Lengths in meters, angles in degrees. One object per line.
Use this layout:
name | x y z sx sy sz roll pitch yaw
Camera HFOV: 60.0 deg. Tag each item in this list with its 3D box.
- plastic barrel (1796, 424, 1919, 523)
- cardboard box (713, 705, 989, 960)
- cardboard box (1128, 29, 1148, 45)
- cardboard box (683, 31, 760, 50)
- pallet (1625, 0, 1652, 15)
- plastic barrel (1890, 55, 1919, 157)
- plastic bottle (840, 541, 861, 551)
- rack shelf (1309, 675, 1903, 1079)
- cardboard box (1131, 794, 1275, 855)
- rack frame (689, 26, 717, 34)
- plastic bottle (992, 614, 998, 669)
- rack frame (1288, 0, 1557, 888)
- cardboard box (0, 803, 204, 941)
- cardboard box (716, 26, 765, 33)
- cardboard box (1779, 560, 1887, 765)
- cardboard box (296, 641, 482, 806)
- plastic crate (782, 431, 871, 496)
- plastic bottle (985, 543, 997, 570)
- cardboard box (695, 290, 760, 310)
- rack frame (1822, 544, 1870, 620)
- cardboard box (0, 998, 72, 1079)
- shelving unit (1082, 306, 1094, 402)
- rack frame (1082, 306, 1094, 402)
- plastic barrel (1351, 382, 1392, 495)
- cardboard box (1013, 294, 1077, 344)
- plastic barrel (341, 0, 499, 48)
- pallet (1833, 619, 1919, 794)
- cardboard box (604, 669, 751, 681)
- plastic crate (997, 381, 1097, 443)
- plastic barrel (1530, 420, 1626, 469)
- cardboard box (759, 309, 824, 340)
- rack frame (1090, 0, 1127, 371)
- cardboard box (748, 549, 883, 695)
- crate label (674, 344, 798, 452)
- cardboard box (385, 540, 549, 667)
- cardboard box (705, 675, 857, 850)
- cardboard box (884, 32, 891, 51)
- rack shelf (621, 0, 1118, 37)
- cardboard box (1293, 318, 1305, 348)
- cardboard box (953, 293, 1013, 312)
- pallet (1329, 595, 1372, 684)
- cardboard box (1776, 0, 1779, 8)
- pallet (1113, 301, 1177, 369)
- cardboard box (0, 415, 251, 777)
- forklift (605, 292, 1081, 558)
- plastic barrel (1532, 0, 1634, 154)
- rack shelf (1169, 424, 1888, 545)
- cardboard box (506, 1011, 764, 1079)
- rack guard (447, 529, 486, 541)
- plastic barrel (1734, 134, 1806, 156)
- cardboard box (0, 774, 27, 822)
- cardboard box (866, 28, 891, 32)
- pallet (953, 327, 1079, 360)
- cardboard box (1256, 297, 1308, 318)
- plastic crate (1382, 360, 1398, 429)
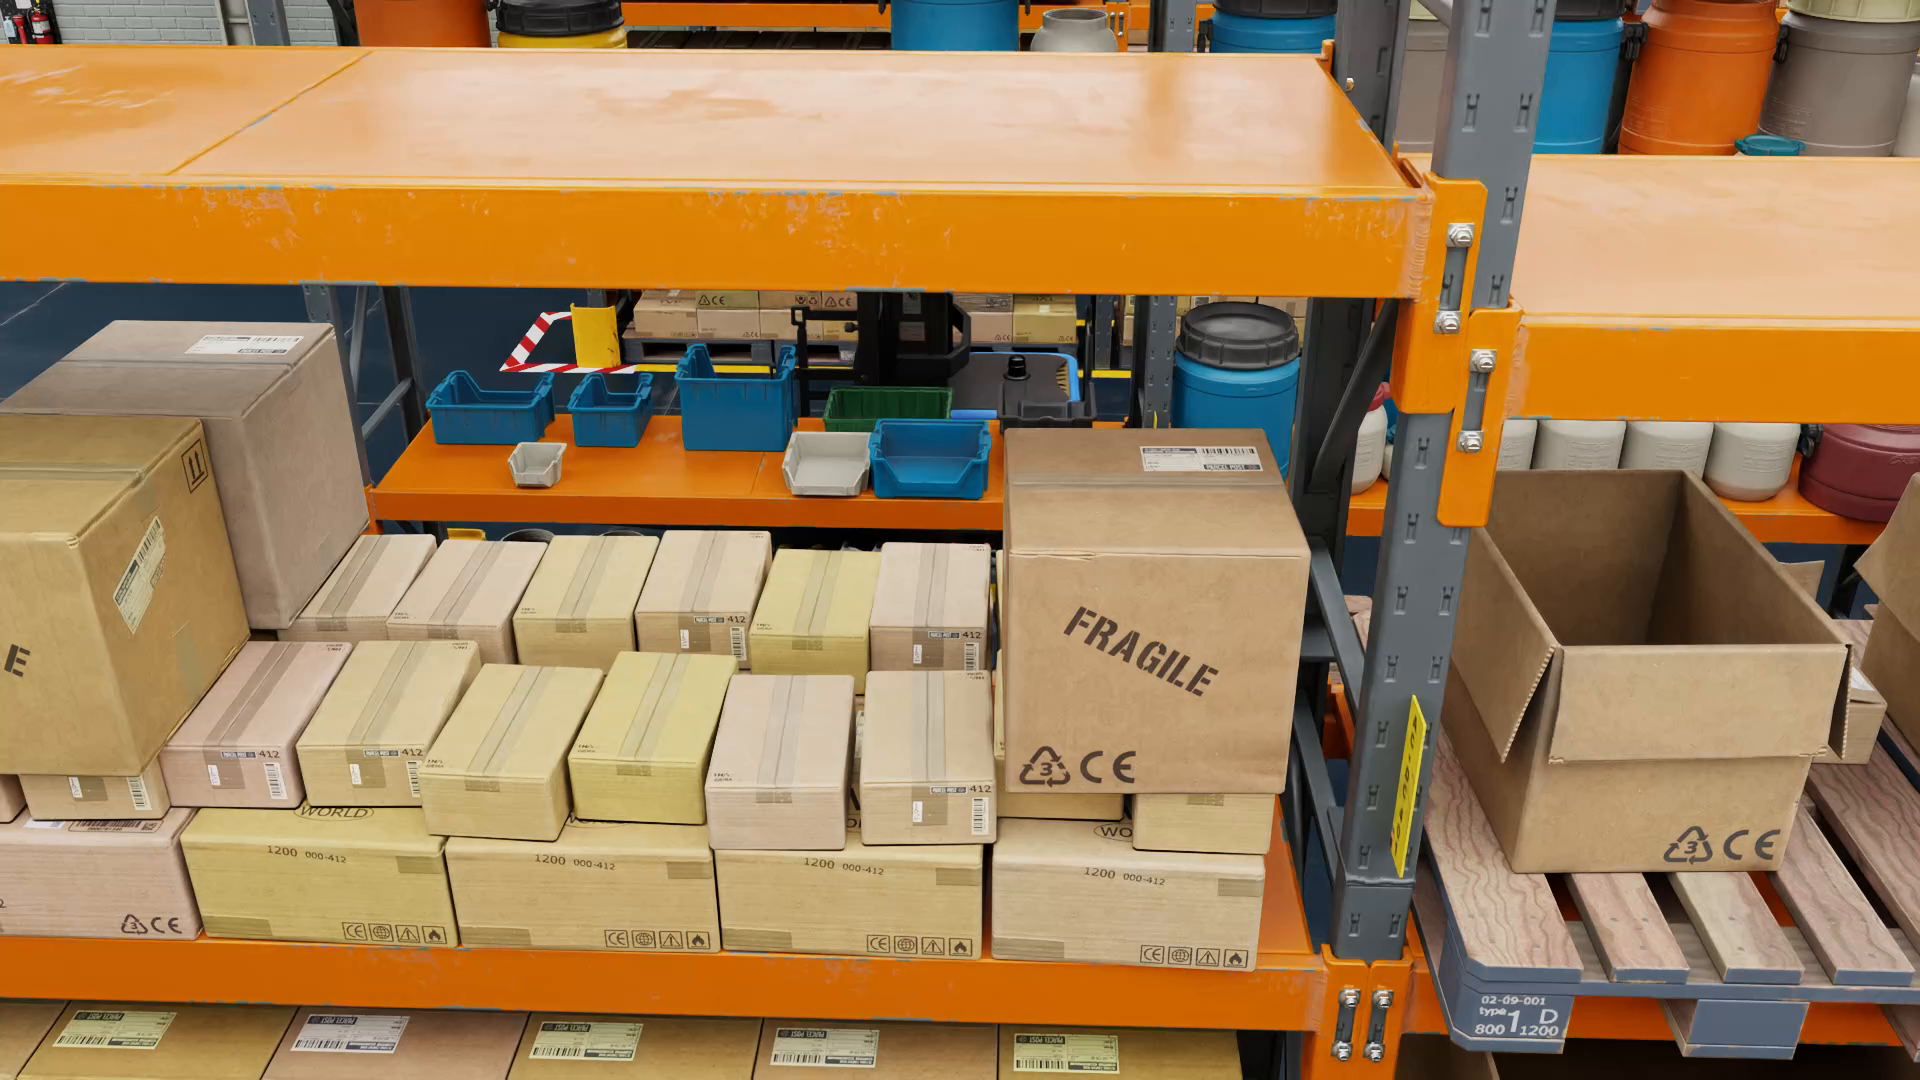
plastic barrel | 4.490 -0.447 8.171 0.708 0.536 0.600 1 28 2
cardboard box | -0.194 0.573 3.349 0.500 0.250 0.500 2 28 3
cardboard box | 1.824 -5.439 17.156 0.500 0.500 0.700 1 28 2
cardboard box | -1.807 -3.569 12.713 0.500 0.500 0.700 0 28 0
pallet | 4.462 -4.051 12.114 1.003 0.211 1.213 2 28 4
plastic barrel | 4.665 -2.045 8.008 0.421 0.512 0.421 0 28 0
plastic bottle | -0.625 0.168 9.515 0.185 0.351 0.144 2 28 4
rack shelf | 2.791 0.756 3.611 4.000 0.370 1.077 1 28 2
cardboard box | 0.457 0.426 3.202 0.250 0.149 0.380 2 28 3
rack frame | -2.681 -5.291 17.453 0.127 3.000 1.000 1 28 2
plastic bottle | 0.121 0.510 8.870 0.185 0.351 0.144 0 28 -1
rack frame | 0.792 -0.920 2.803 0.127 3.000 1.000 1 28 2
cardboard box | -1.723 0.550 3.392 0.500 0.250 0.500 1 28 2
cardboard box | -2.215 -5.416 17.028 0.500 0.500 0.500 1 28 2
cardboard box | 1.735 0.248 3.497 0.258 0.266 0.396 2 28 4
cardboard box | -1.127 0.360 3.325 0.250 0.149 0.380 0 28 0
plastic crate | -0.665 -0.379 8.470 0.437 0.136 0.530 1 28 2
plastic bottle | 0.175 0.181 9.490 0.185 0.351 0.144 2 28 3
cardboard box | -1.824 -2.154 13.222 0.500 0.500 0.500 1 28 2
rack frame | 4.964 -0.521 8.456 0.127 3.000 1.000 1 28 2
cardboard box | -2.166 1.196 3.725 0.500 0.500 0.500 1 28 2
shelving unit | 1.292 -0.641 10.284 1.083 1.500 0.587 1 28 2
rack frame | 0.775 -0.650 10.300 0.032 1.500 0.500 1 28 2
plastic barrel | 1.915 -0.529 8.326 0.433 0.535 0.433 0 28 0
cardboard box | 0.674 -1.782 13.322 0.500 0.250 0.500 1 28 2
plastic barrel | -2.541 -2.406 7.901 0.708 0.830 0.600 1 28 2
pallet | 2.442 0.564 3.406 1.003 0.211 1.213 1 28 2
cardboard box | -0.674 0.325 3.817 0.500 0.250 0.500 0 28 0
plastic crate | 0.448 -0.628 8.724 0.504 0.338 0.767 1 28 2
plastic barrel | 3.081 -0.510 8.289 0.433 0.535 0.433 0 28 0
cardboard box | -1.325 -1.815 13.384 0.500 0.250 0.500 1 28 2
rack frame | 1.145 -2.906 12.955 0.127 3.000 1.000 1 28 2
cardboard box | -0.308 0.175 3.674 0.250 0.149 0.380 2 28 3
crate label | -1.182 -0.765 8.879 0.616 0.435 0.502 1 28 2
cardboard box | -1.085 0.154 3.714 0.250 0.149 0.380 2 28 3
cardboard box | -0.337 0.422 3.208 0.250 0.149 0.380 0 28 0
cardboard box | -0.304 -3.544 12.666 0.500 0.500 0.700 1 28 2
rack shelf | -0.853 -3.946 12.483 4.000 0.370 1.077 1 28 2
cardboard box | 2.568 -1.738 13.238 0.500 0.250 0.500 0 28 0
cardboard box | 0.175 -2.127 13.172 0.500 0.500 0.500 1 28 2
pallet | 1.753 0.639 9.244 1.213 0.211 1.003 1 28 2
cardboard box | 5.580 -4.218 12.120 0.500 0.500 0.910 1 28 2
pallet | 1.883 -1.680 13.619 1.213 0.211 1.003 1 28 2
cardboard box | -1.731 0.094 3.135 0.500 0.500 0.500 1 28 2
forklift | -0.766 -1.345 10.084 3.031 2.935 1.130 1 28 2
plastic barrel | 2.790 -2.206 7.896 0.708 0.901 0.600 1 28 2
rack shelf | 2.966 -0.237 8.687 4.000 0.370 1.077 1 28 2
cardboard box | -0.667 1.219 3.682 0.500 0.500 0.500 1 28 2
rack guard | -2.953 0.430 9.330 0.348 0.500 1.175 1 28 2
plastic barrel | 3.685 -1.697 7.620 0.301 0.262 0.301 0 28 0
cardboard box | -1.914 0.382 3.284 0.250 0.149 0.380 1 28 2
cardboard box | -0.689 -5.389 16.977 0.500 0.500 0.500 2 28 3
pallet | 0.352 -1.707 13.669 1.213 0.211 1.003 1 28 2
cardboard box | 2.567 -1.982 13.101 0.500 0.311 0.500 0 28 0
plastic crate | 2.080 -0.708 8.825 0.575 0.384 0.392 1 28 2
